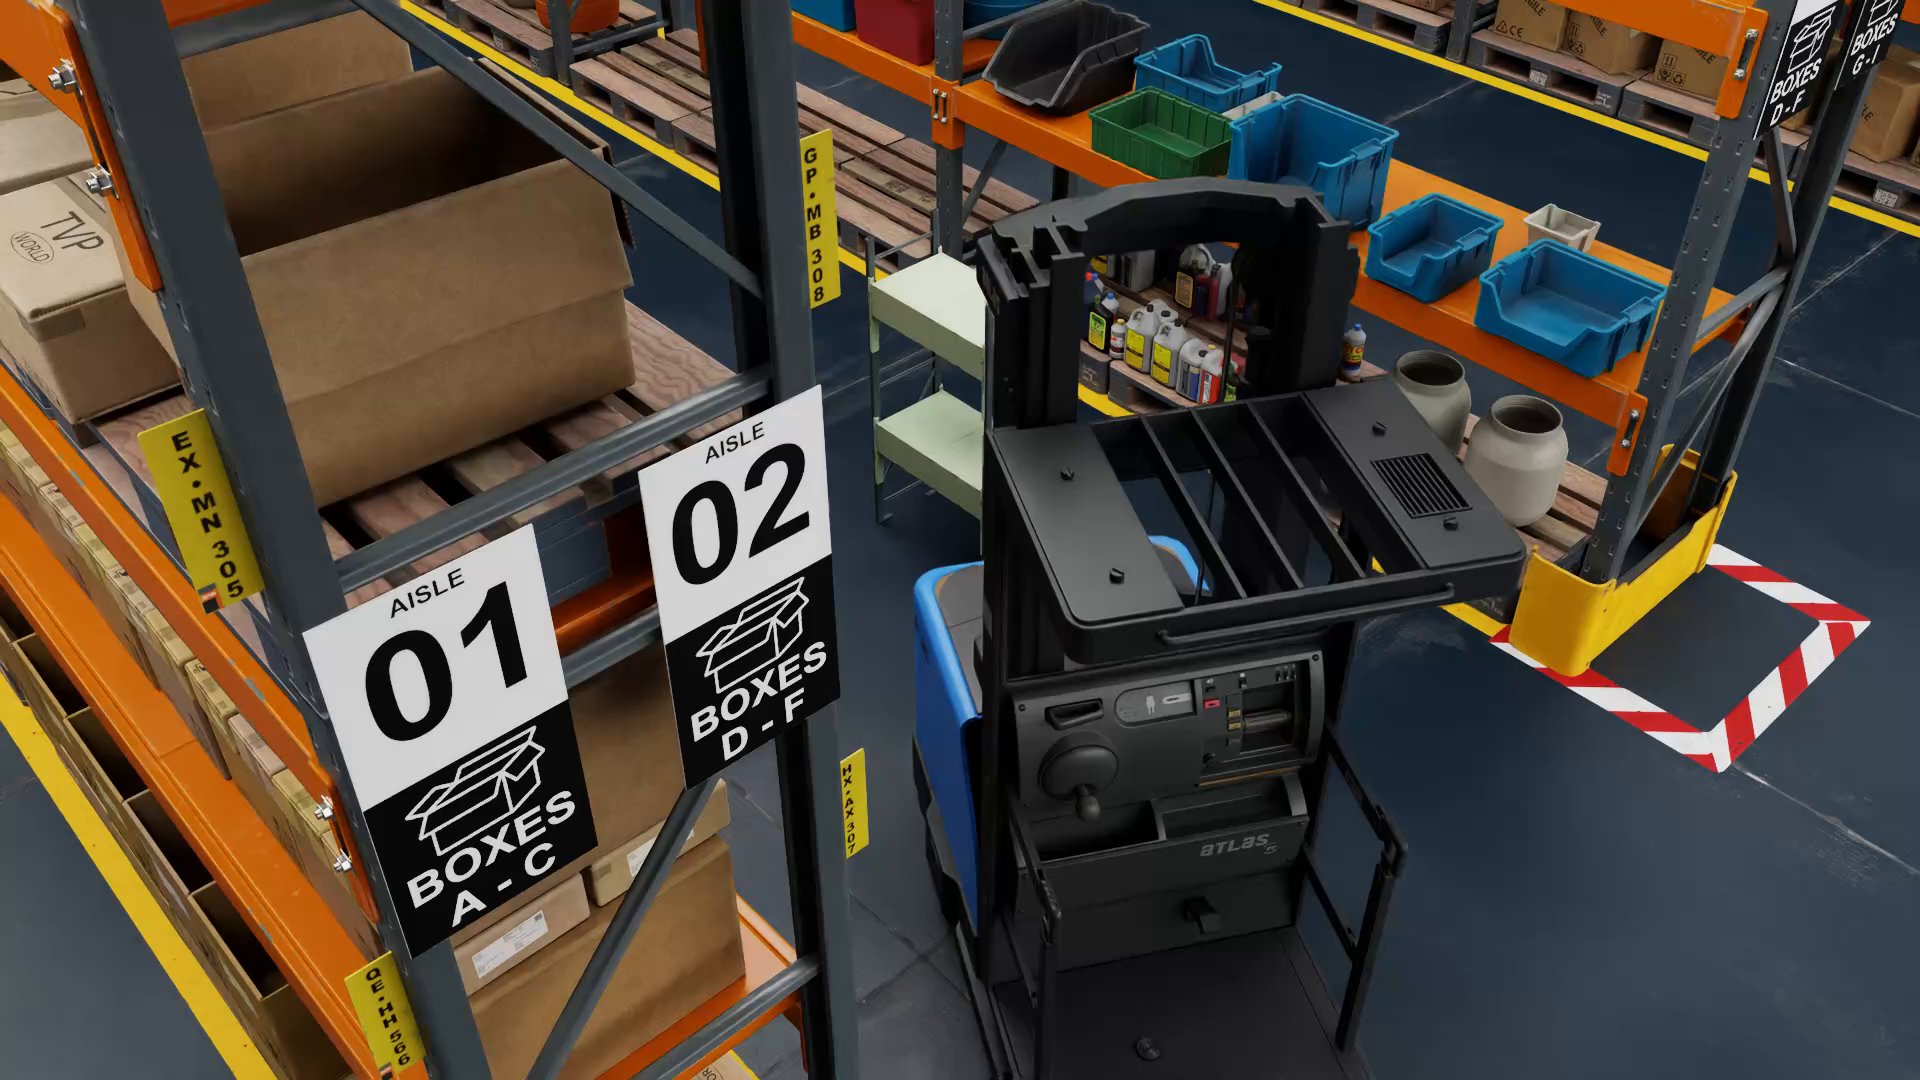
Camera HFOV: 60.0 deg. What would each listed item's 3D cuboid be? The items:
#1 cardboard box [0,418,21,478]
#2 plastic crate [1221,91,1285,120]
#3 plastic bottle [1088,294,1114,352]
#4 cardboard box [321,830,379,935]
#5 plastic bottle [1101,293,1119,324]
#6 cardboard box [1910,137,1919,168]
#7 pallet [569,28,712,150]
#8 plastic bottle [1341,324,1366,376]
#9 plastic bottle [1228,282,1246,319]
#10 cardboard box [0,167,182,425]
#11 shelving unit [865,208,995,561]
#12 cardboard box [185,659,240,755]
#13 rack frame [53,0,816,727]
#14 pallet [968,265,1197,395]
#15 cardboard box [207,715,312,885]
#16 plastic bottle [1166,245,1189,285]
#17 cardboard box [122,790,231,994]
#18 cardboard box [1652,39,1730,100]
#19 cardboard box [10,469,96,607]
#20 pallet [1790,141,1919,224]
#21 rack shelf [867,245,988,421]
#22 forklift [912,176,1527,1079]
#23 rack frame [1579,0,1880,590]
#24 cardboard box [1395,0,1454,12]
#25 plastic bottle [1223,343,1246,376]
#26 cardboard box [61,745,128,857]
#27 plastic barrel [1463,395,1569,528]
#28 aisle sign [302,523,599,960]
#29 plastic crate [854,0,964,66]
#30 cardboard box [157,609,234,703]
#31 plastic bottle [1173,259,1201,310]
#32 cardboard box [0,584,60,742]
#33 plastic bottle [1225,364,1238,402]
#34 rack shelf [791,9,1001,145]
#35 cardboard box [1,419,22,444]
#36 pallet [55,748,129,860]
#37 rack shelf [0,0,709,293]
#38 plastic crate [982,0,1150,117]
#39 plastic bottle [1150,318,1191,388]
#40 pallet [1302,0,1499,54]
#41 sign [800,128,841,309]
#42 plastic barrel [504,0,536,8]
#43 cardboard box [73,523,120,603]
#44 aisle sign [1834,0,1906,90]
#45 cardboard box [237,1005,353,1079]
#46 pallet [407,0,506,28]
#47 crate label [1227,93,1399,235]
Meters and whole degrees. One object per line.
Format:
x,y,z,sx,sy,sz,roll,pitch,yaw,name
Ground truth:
-2.811,-0.361,5.213,0.380,0.149,0.250,-30,48,-32,cardboard box
1.562,-1.988,8.035,0.530,0.136,0.437,-30,48,-32,plastic crate
0.726,-1.118,8.559,0.061,0.283,0.133,-28,47,-30,plastic bottle
-1.245,0.712,3.885,0.380,0.149,0.250,-29,47,-31,cardboard box
0.772,-1.155,8.614,0.097,0.271,0.097,0,39,0,plastic bottle
6.221,-2.475,10.083,0.500,0.500,0.500,-21,44,-24,cardboard box
-1.933,-3.126,11.453,1.003,0.211,1.213,-30,48,-32,pallet
1.986,-0.965,8.379,0.097,0.271,0.097,0,39,0,plastic bottle
1.480,-1.284,8.829,0.097,0.201,0.097,0,39,0,plastic bottle
-1.642,-0.528,3.302,0.500,0.250,0.500,-30,48,-32,cardboard box
0.005,-0.580,7.275,0.431,1.500,0.755,-30,48,-32,shelving unit
-1.765,0.355,4.327,0.380,0.149,0.250,-28,47,-31,cardboard box
-0.668,-1.114,1.968,1.000,3.000,0.127,-30,48,-32,rack frame
0.701,-1.321,9.218,1.003,0.211,1.213,-30,48,-32,pallet
-1.665,0.486,4.681,0.700,0.500,0.500,-30,47,-31,cardboard box
1.196,-1.527,9.065,0.061,0.283,0.133,-27,46,-29,plastic bottle
-2.275,1.024,5.352,0.500,0.500,0.500,-30,48,-32,cardboard box
5.037,-3.313,11.119,0.500,0.500,0.500,30,48,32,cardboard box
-2.708,-0.226,5.564,0.700,0.500,0.500,-30,48,-32,cardboard box
6.056,-2.330,10.467,1.003,0.211,1.213,-30,48,-32,pallet
0.005,-0.884,7.030,0.431,0.370,0.720,-30,48,-32,rack shelf
0.661,0.632,4.635,1.130,2.935,3.031,-9,40,-10,forklift
2.983,-0.884,6.457,1.000,3.000,0.127,-30,48,-32,rack frame
3.526,-4.332,12.365,0.500,0.500,0.700,30,48,32,cardboard box
1.345,-0.835,8.209,0.061,0.283,0.133,-30,48,-32,plastic bottle
-2.949,0.852,6.162,0.500,0.250,0.500,-30,48,-32,cardboard box
2.481,-0.351,7.443,0.421,0.512,0.421,0,39,0,plastic barrel
-0.840,0.363,2.844,0.394,0.787,0.004,-30,48,-32,aisle sign
-0.276,-2.854,8.845,0.402,0.464,0.583,-30,48,-32,plastic crate
-1.712,-0.044,4.305,0.700,0.500,0.500,-30,48,-32,cardboard box
1.215,-1.380,8.883,0.061,0.283,0.133,-30,48,-32,plastic bottle
-3.291,0.331,6.211,0.500,0.500,0.500,-30,48,-32,cardboard box
1.325,-0.708,8.051,0.061,0.283,0.133,-29,47,-31,plastic bottle
-1.075,-3.381,10.121,1.077,0.370,4.000,-30,48,-32,rack shelf
-2.726,-0.739,5.166,0.700,0.500,0.500,-30,48,-32,cardboard box
-2.867,0.839,6.543,1.003,0.211,1.213,-30,48,-32,pallet
-2.021,-1.604,3.465,1.077,0.370,4.000,-30,48,-32,rack shelf
0.538,-2.414,8.401,0.767,0.338,0.504,-30,48,-32,plastic crate
1.058,-0.955,8.304,0.144,0.351,0.185,-28,47,-30,plastic bottle
3.398,-4.114,12.676,1.003,0.211,1.213,-30,48,-32,pallet
-0.256,-0.551,2.899,0.100,0.325,0.005,-30,48,-32,sign
-3.219,-4.224,12.239,0.421,0.512,0.421,0,39,0,plastic barrel
-2.285,-0.001,4.768,0.380,0.149,0.250,-30,48,-32,cardboard box
3.247,-1.986,5.753,0.394,0.787,0.004,-30,48,-32,aisle sign
-1.935,1.546,5.302,0.500,0.250,0.500,-30,48,-32,cardboard box
-3.813,-4.413,13.046,1.003,0.211,1.213,-30,48,-32,pallet
1.539,-1.634,7.358,0.502,0.435,0.616,-30,48,-32,crate label
